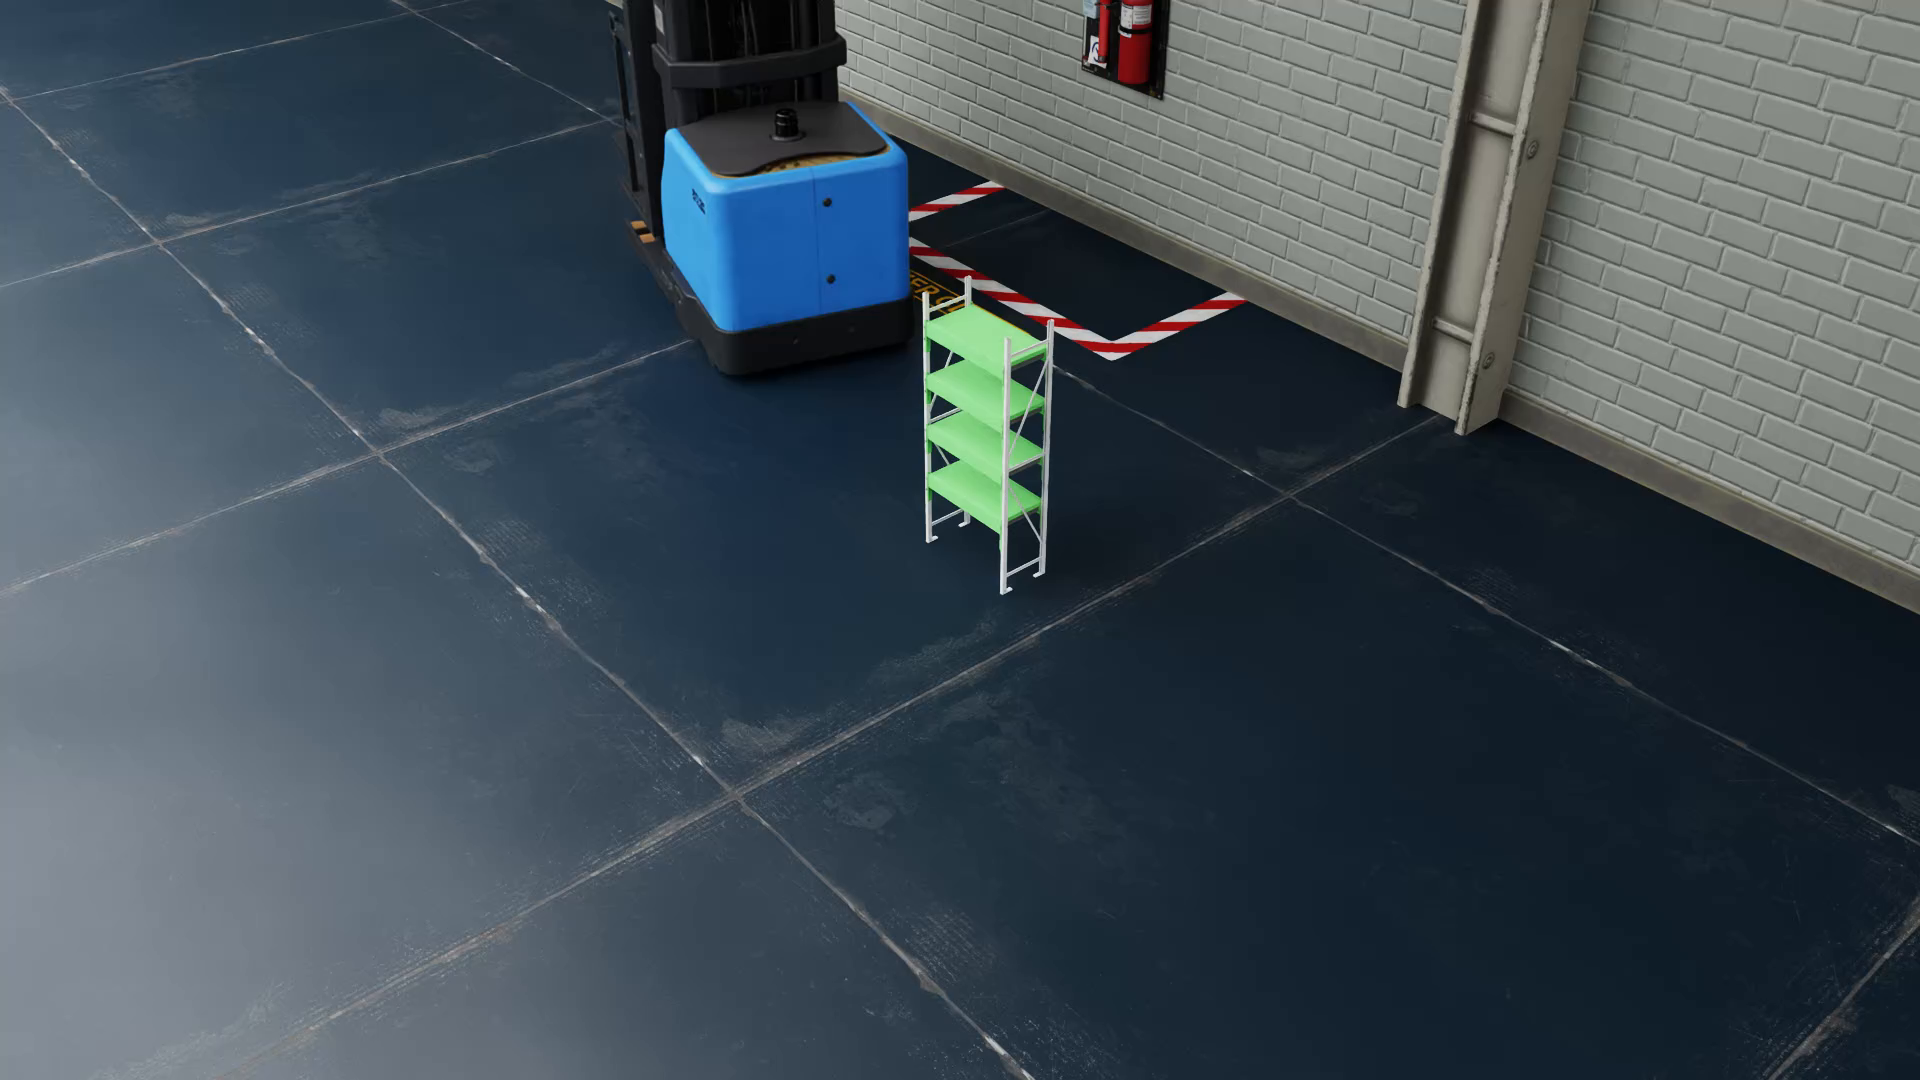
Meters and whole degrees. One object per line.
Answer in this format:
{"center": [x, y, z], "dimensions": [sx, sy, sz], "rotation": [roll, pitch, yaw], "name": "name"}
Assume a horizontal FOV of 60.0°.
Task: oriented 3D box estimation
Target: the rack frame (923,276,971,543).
{"center": [-0.051, -0.524, 6.952], "dimensions": [0.240, 1.200, 0.015], "rotation": [-26, 43, -32], "name": "rack frame"}

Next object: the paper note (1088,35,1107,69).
{"center": [0.769, -2.715, 9.250], "dimensions": [0.016, 0.148, 0.142], "rotation": [-26, 43, -32], "name": "paper note"}

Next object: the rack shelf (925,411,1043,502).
{"center": [0.107, -0.364, 6.837], "dimensions": [0.258, 0.148, 0.480], "rotation": [-26, 43, -32], "name": "rack shelf"}

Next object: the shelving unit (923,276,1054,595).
{"center": [0.107, -0.417, 6.800], "dimensions": [0.258, 1.200, 0.503], "rotation": [-26, 43, -32], "name": "shelving unit"}

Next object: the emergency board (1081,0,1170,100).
{"center": [0.831, -2.971, 8.849], "dimensions": [0.194, 1.169, 0.643], "rotation": [-26, 43, -32], "name": "emergency board"}

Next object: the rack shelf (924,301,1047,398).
{"center": [0.107, -0.756, 6.560], "dimensions": [0.258, 0.148, 0.480], "rotation": [-26, 43, -32], "name": "rack shelf"}

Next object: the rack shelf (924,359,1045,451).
{"center": [0.107, -0.560, 6.698], "dimensions": [0.258, 0.148, 0.480], "rotation": [-26, 43, -32], "name": "rack shelf"}

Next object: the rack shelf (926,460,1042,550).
{"center": [0.107, -0.169, 6.976], "dimensions": [0.258, 0.148, 0.480], "rotation": [-26, 43, -32], "name": "rack shelf"}

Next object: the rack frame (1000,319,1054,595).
{"center": [0.264, -0.309, 6.648], "dimensions": [0.240, 1.200, 0.015], "rotation": [-26, 43, -32], "name": "rack frame"}

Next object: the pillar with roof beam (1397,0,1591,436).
{"center": [-0.892, -2.708, 3.287], "dimensions": [9.100, 9.000, 0.400], "rotation": [-26, 43, -32], "name": "pillar with roof beam"}

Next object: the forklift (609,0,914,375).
{"center": [-1.286, -2.862, 8.754], "dimensions": [1.130, 2.935, 3.031], "rotation": [-14, 38, -19], "name": "forklift"}
